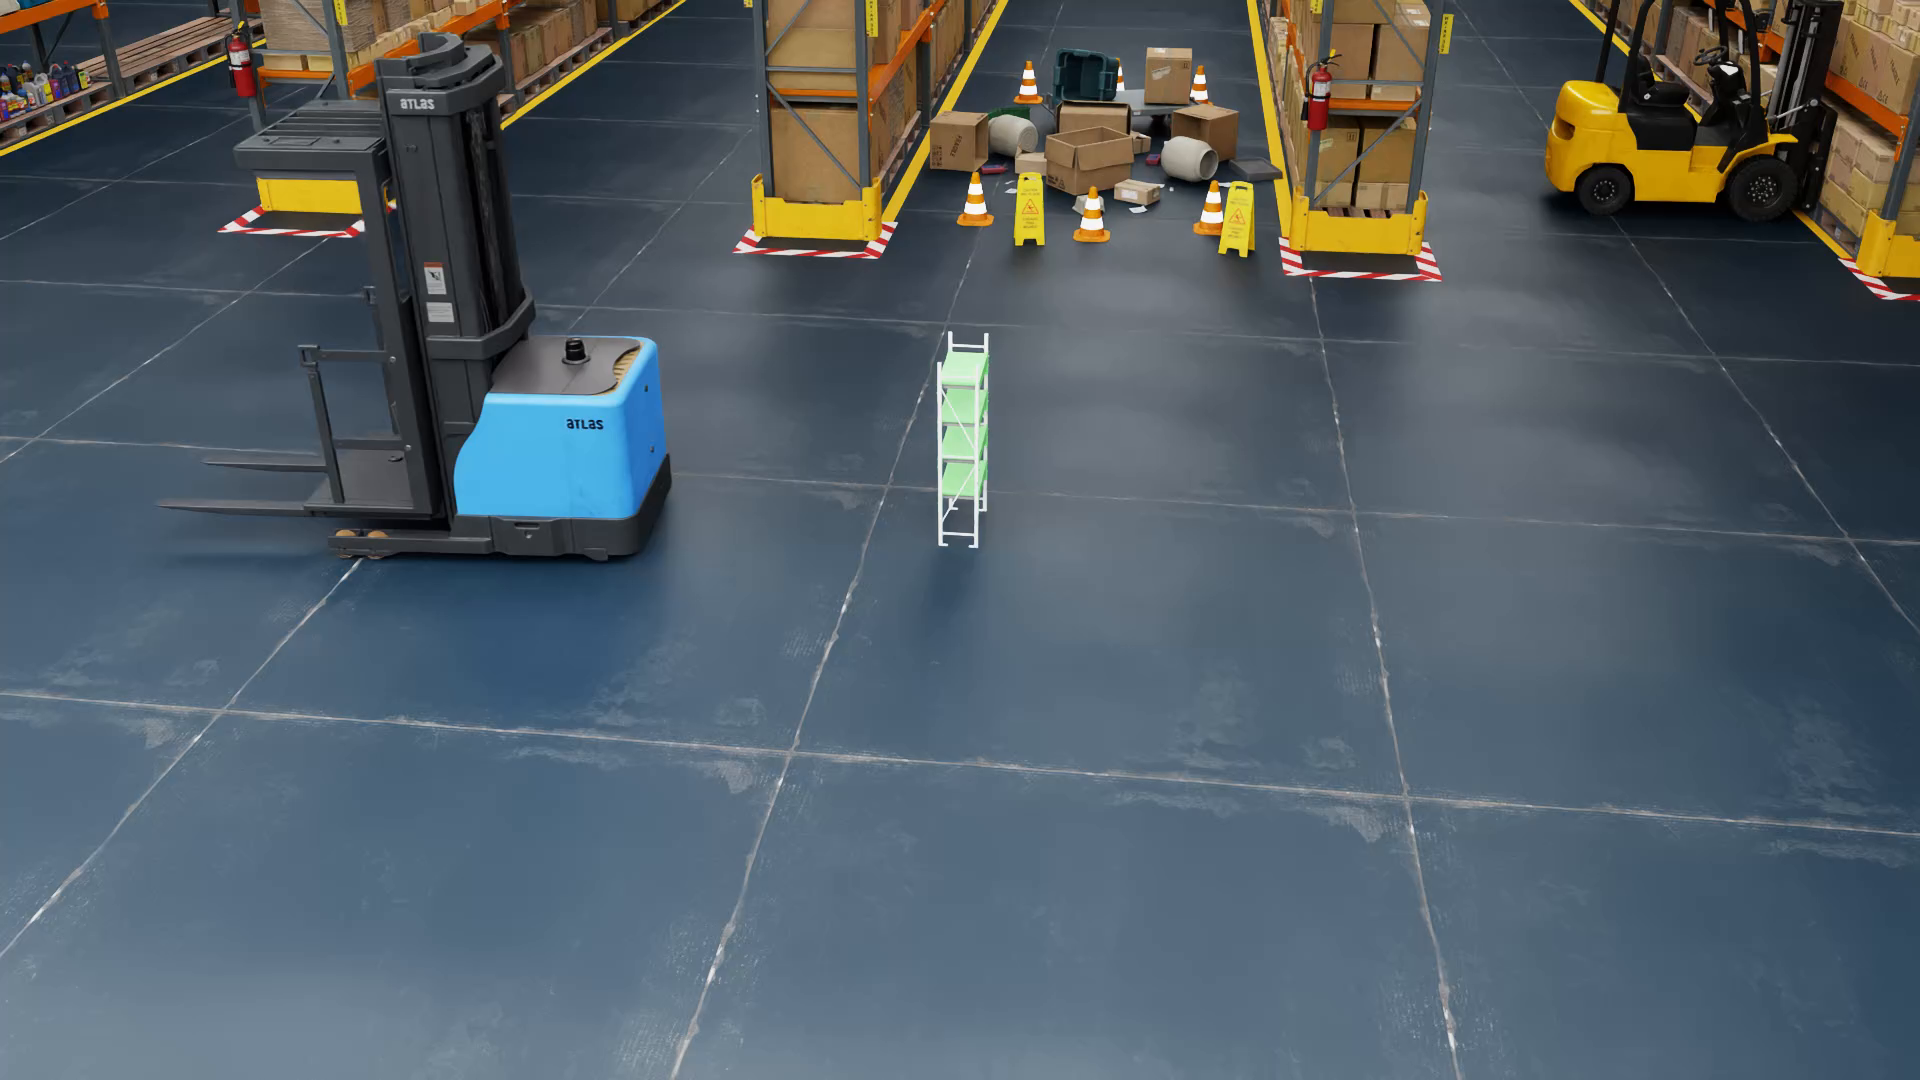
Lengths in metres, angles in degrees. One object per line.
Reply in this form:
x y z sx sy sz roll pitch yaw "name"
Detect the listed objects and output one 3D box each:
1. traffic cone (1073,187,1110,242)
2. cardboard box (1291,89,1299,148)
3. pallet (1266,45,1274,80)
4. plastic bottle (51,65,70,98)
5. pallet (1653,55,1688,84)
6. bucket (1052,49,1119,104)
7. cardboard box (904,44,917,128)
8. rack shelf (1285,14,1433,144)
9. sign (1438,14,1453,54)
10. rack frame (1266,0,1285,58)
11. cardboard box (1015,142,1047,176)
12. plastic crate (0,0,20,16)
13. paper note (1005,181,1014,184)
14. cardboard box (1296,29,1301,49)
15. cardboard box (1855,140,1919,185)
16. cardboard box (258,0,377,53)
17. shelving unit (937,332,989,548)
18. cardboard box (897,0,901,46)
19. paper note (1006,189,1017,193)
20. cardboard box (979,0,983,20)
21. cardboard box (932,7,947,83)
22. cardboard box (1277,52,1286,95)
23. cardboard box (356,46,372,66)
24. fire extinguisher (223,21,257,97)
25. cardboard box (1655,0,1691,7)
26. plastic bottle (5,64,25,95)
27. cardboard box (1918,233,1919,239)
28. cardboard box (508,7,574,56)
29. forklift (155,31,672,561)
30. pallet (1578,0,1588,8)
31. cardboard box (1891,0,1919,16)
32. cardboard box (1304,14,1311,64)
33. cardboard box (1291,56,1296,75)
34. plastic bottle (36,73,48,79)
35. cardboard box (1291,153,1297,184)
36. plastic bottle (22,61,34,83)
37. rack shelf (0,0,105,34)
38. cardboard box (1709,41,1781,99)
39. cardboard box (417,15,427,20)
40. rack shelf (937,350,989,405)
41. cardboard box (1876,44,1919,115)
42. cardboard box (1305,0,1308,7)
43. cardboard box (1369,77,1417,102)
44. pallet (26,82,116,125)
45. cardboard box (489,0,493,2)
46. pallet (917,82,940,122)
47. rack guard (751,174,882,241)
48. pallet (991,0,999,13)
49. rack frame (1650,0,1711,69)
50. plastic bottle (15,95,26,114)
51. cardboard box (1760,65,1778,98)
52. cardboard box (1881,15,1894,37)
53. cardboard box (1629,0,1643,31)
1.229 -3.036 15.397 0.336 0.463 0.334 3 28 6 "traffic cone"
3.569 -4.150 16.457 0.500 0.500 0.500 3 28 5 "cardboard box"
4.483 -6.141 21.426 1.003 0.211 1.213 3 28 6 "pallet"
-10.477 -5.335 19.318 0.144 0.351 0.185 2 28 4 "plastic bottle"
9.368 -5.837 20.862 1.003 0.211 1.213 3 28 6 "pallet"
1.437 -5.124 18.447 0.726 0.611 0.620 14 21 24 "bucket"
-0.981 -5.051 18.261 0.875 0.875 0.875 4 29 7 "cardboard box"
3.845 -4.595 16.376 1.077 0.370 4.000 3 28 6 "rack shelf"
4.139 -4.320 14.194 0.100 0.325 0.005 3 28 6 "sign"
4.581 -7.736 21.448 1.000 3.000 0.127 3 28 6 "rack frame"
0.783 -3.974 17.346 0.396 0.266 0.258 8 29 15 "cardboard box"
-10.608 -5.822 18.172 0.530 0.136 0.437 3 28 6 "plastic crate"
0.509 -3.667 17.046 0.032 0.001 0.123 20 34 32 "paper note"
3.567 -5.012 16.655 0.380 0.149 0.250 3 29 6 "cardboard box"
8.274 -3.333 14.677 0.500 0.250 0.500 4 29 8 "cardboard box"
-6.140 -4.979 15.910 0.875 0.500 0.500 3 28 6 "cardboard box"
0.020 -0.606 10.110 0.258 1.200 0.503 3 28 6 "shelving unit"
-1.061 -5.222 16.623 0.875 0.550 0.500 3 28 6 "cardboard box"
0.547 -3.523 16.758 0.144 0.017 0.142 14 31 24 "paper note"
0.053 -7.616 23.417 0.500 0.500 0.500 4 29 7 "cardboard box"
-0.726 -6.039 20.227 1.050 0.750 0.750 3 28 6 "cardboard box"
4.237 -5.467 19.563 0.950 0.372 0.625 5 29 9 "cardboard box"
-5.914 -4.673 16.026 0.380 0.149 0.250 3 28 6 "cardboard box"
-6.706 -4.485 15.495 0.296 0.674 0.183 3 28 6 "fire extinguisher"
9.316 -7.067 21.714 0.380 0.149 0.250 2 28 4 "cardboard box"
-11.028 -5.381 19.404 0.144 0.351 0.185 3 28 6 "plastic bottle"
8.781 -2.878 14.886 0.500 0.250 0.500 3 29 6 "cardboard box"
-5.435 -6.560 21.435 0.700 0.500 0.500 6 29 10 "cardboard box"
-3.402 -1.424 9.803 3.031 2.935 1.130 2 28 3 "forklift"
10.082 -8.428 25.672 1.003 0.211 1.213 3 28 6 "pallet"
8.471 -4.681 14.673 0.380 0.149 0.250 4 29 7 "cardboard box"
3.459 -4.653 15.304 0.500 0.500 0.500 3 29 6 "cardboard box"
3.614 -4.884 17.135 0.380 0.149 0.250 4 29 8 "cardboard box"
-10.627 -5.298 19.330 0.152 0.276 0.135 3 28 6 "plastic bottle"
3.504 -3.585 16.197 0.500 0.250 0.500 3 29 6 "cardboard box"
-11.135 -5.585 19.867 0.097 0.271 0.097 0 28 0 "plastic bottle"
-10.906 -5.459 17.979 1.077 0.370 4.000 3 28 6 "rack shelf"
9.173 -5.317 19.018 0.875 0.625 0.625 3 28 6 "cardboard box"
-5.784 -5.382 17.342 0.380 0.149 0.250 3 28 6 "cardboard box"
0.020 -0.972 9.913 0.258 0.148 0.480 3 28 6 "rack shelf"
8.327 -3.975 14.360 0.500 0.500 0.500 3 28 5 "cardboard box"
3.516 -5.077 15.038 0.700 0.500 0.500 4 29 7 "cardboard box"
3.847 -4.008 14.792 0.380 0.149 0.250 3 29 6 "cardboard box"
-10.784 -5.176 19.635 1.003 0.211 1.213 3 28 6 "pallet"
-5.479 -6.201 18.862 0.380 0.149 0.250 3 28 6 "cardboard box"
-0.815 -5.234 19.742 1.003 0.211 1.213 3 28 6 "pallet"
-1.328 -3.099 15.475 1.175 0.500 0.348 3 28 6 "rack guard"
0.052 -8.265 25.369 1.003 0.211 1.213 3 28 6 "pallet"
9.507 -7.450 20.915 1.000 3.000 0.127 3 28 6 "rack frame"
-10.553 -4.887 18.644 0.097 0.201 0.097 0 28 0 "plastic bottle"
8.646 -4.772 17.347 0.500 0.250 0.500 3 28 5 "cardboard box"
8.427 -4.550 14.743 0.380 0.149 0.250 3 28 6 "cardboard box"
9.479 -7.227 22.695 0.500 0.500 0.500 5 29 8 "cardboard box"
